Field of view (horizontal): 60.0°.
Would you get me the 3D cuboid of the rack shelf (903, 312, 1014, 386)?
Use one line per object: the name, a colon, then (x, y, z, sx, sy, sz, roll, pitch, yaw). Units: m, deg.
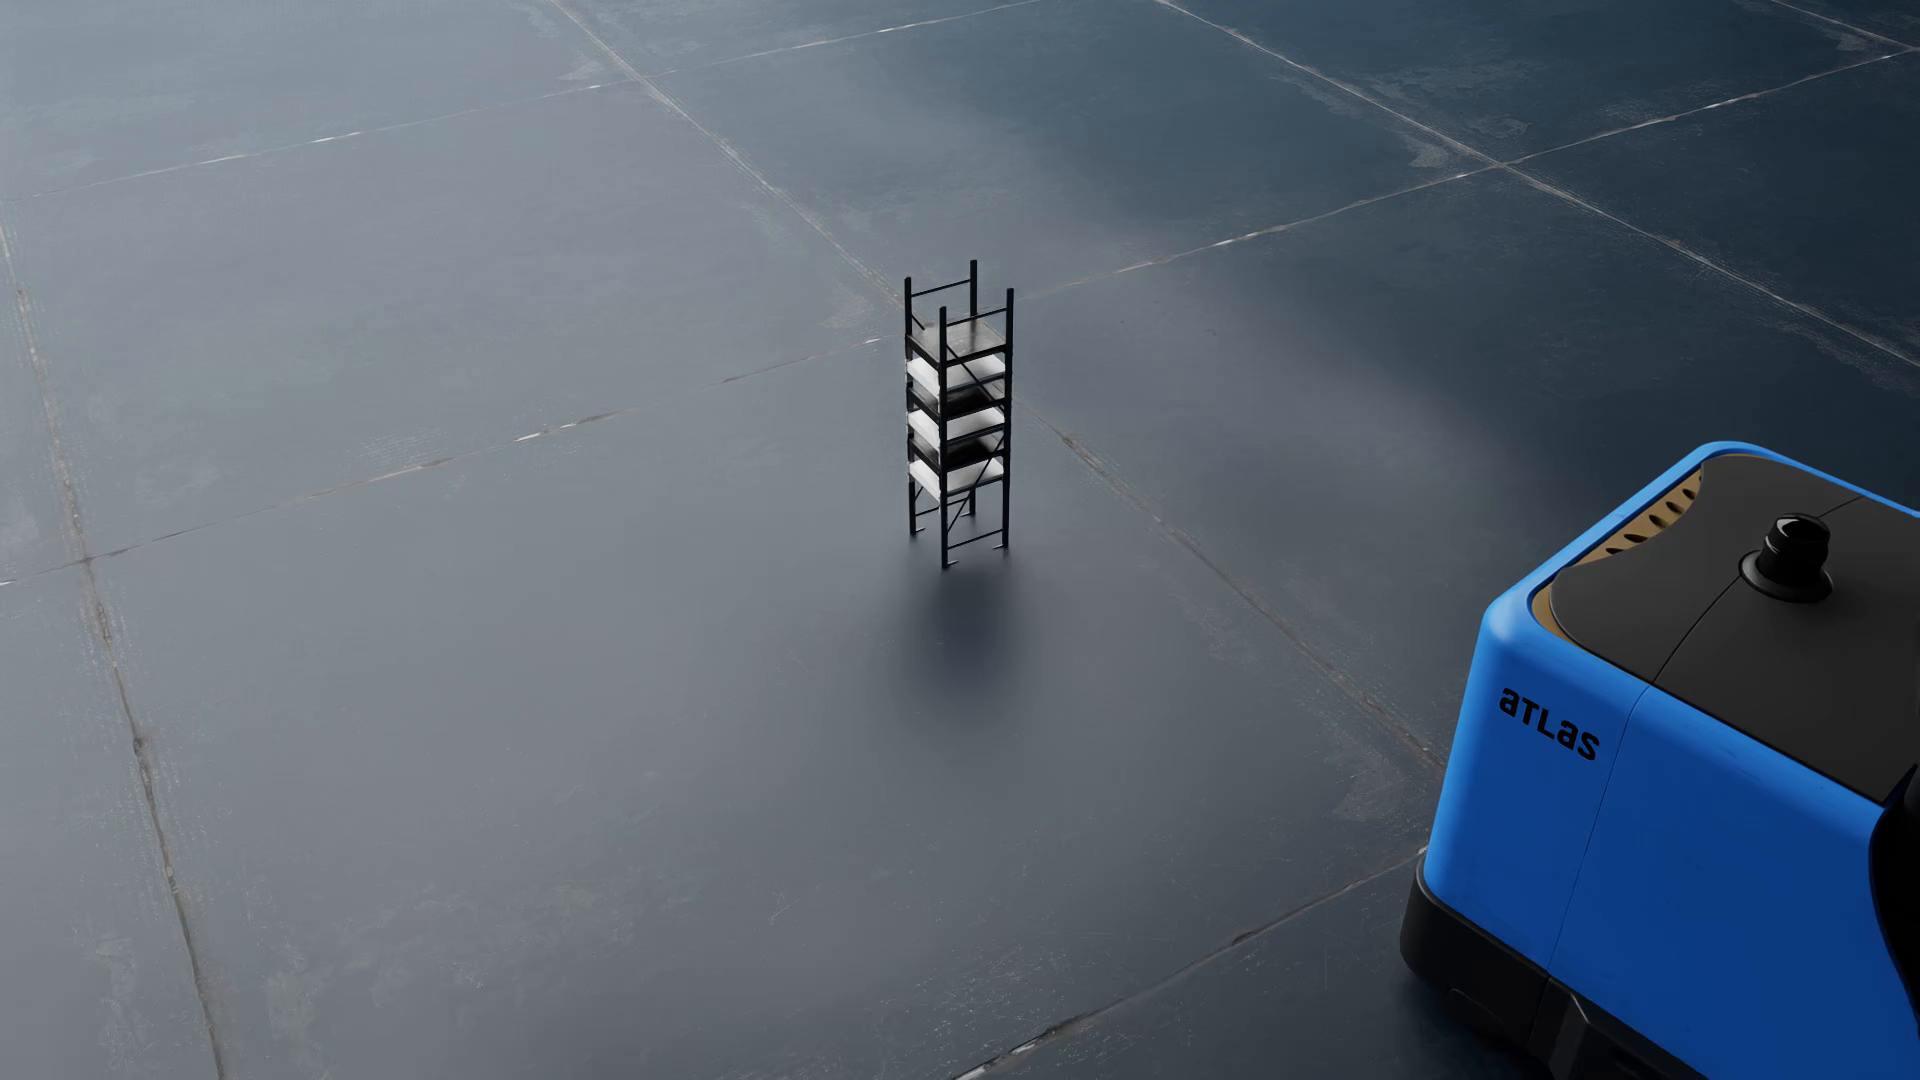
rack shelf: (-0.004, -0.559, 4.851, 0.258, 0.077, 0.200, -19, 40, -24)

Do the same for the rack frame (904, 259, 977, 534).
rack frame: (-0.055, -0.419, 5.061, 0.240, 0.900, 0.006, -19, 40, -24)

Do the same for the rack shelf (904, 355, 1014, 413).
rack shelf: (-0.004, -0.486, 4.904, 0.258, 0.077, 0.200, -19, 40, -24)

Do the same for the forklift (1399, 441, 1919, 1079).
forklift: (2.382, 0.266, 2.401, 1.130, 2.935, 3.031, -29, 45, -33)

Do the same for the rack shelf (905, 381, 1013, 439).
rack shelf: (-0.004, -0.413, 4.957, 0.258, 0.077, 0.200, -19, 40, -24)

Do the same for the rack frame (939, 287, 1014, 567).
rack frame: (0.047, -0.316, 4.919, 0.240, 0.900, 0.006, -19, 40, -24)

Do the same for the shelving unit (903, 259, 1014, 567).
shelving unit: (-0.004, -0.368, 4.990, 0.258, 0.900, 0.210, -19, 40, -24)

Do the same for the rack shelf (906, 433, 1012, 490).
rack shelf: (-0.004, -0.268, 5.063, 0.258, 0.077, 0.200, -19, 40, -24)

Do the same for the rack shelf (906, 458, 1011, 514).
rack shelf: (-0.004, -0.195, 5.116, 0.258, 0.077, 0.200, -19, 40, -24)

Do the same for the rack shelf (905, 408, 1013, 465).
rack shelf: (-0.004, -0.341, 5.010, 0.258, 0.077, 0.200, -19, 40, -24)
